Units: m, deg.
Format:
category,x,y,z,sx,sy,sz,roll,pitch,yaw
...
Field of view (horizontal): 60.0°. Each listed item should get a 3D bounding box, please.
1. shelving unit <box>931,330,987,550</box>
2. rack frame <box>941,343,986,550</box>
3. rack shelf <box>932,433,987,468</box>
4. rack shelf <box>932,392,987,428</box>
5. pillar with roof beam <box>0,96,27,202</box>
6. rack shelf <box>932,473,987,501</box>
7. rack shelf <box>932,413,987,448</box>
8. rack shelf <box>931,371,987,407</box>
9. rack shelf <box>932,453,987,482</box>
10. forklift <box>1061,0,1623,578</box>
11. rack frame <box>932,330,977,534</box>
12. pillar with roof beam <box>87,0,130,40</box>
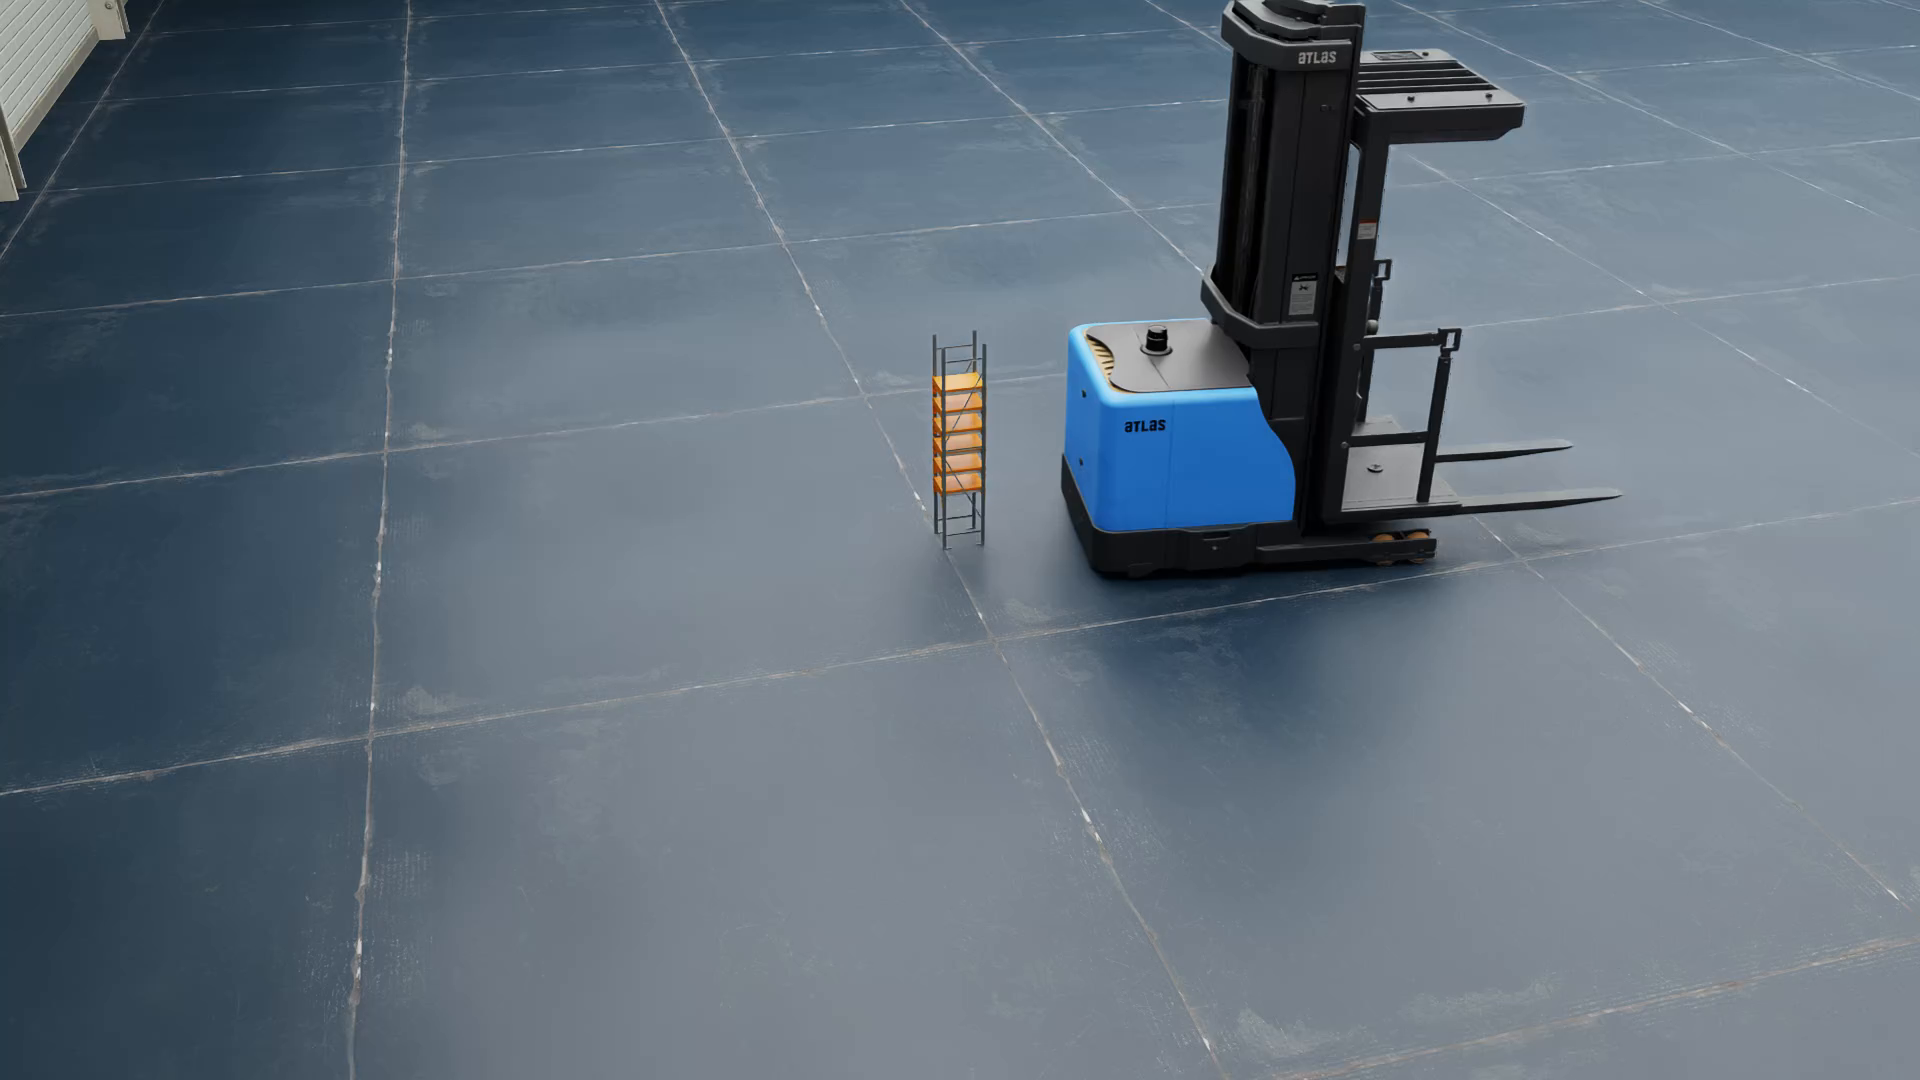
category,x,y,z,sx,sy,sz,roll,pitch,yaw
shelving unit,-0.004,-0.526,8.962,0.258,1.200,0.189,-8,31,-13
rack frame,0.020,-0.482,8.885,0.240,1.200,0.006,-8,31,-13
rack shelf,-0.004,-0.488,8.984,0.258,0.103,0.180,-8,31,-13
rack shelf,-0.004,-0.696,8.864,0.258,0.103,0.180,-8,31,-13
pillar with roof beam,-4.154,-7.463,13.161,9.100,9.000,0.400,-8,31,-13
rack shelf,-0.004,-0.280,9.104,0.258,0.103,0.180,-8,31,-13
rack shelf,-0.004,-0.592,8.924,0.258,0.103,0.180,-8,31,-13
rack shelf,-0.004,-0.799,8.803,0.258,0.103,0.180,-8,31,-13
rack shelf,-0.004,-0.384,9.044,0.258,0.103,0.180,-8,31,-13
forklift,2.142,-1.390,8.725,3.031,2.935,1.130,-4,30,-7
rack frame,-0.028,-0.570,9.038,0.240,1.200,0.006,-8,31,-13
pillar with roof beam,-5.747,-10.361,18.168,9.100,9.000,0.400,-8,31,-13
